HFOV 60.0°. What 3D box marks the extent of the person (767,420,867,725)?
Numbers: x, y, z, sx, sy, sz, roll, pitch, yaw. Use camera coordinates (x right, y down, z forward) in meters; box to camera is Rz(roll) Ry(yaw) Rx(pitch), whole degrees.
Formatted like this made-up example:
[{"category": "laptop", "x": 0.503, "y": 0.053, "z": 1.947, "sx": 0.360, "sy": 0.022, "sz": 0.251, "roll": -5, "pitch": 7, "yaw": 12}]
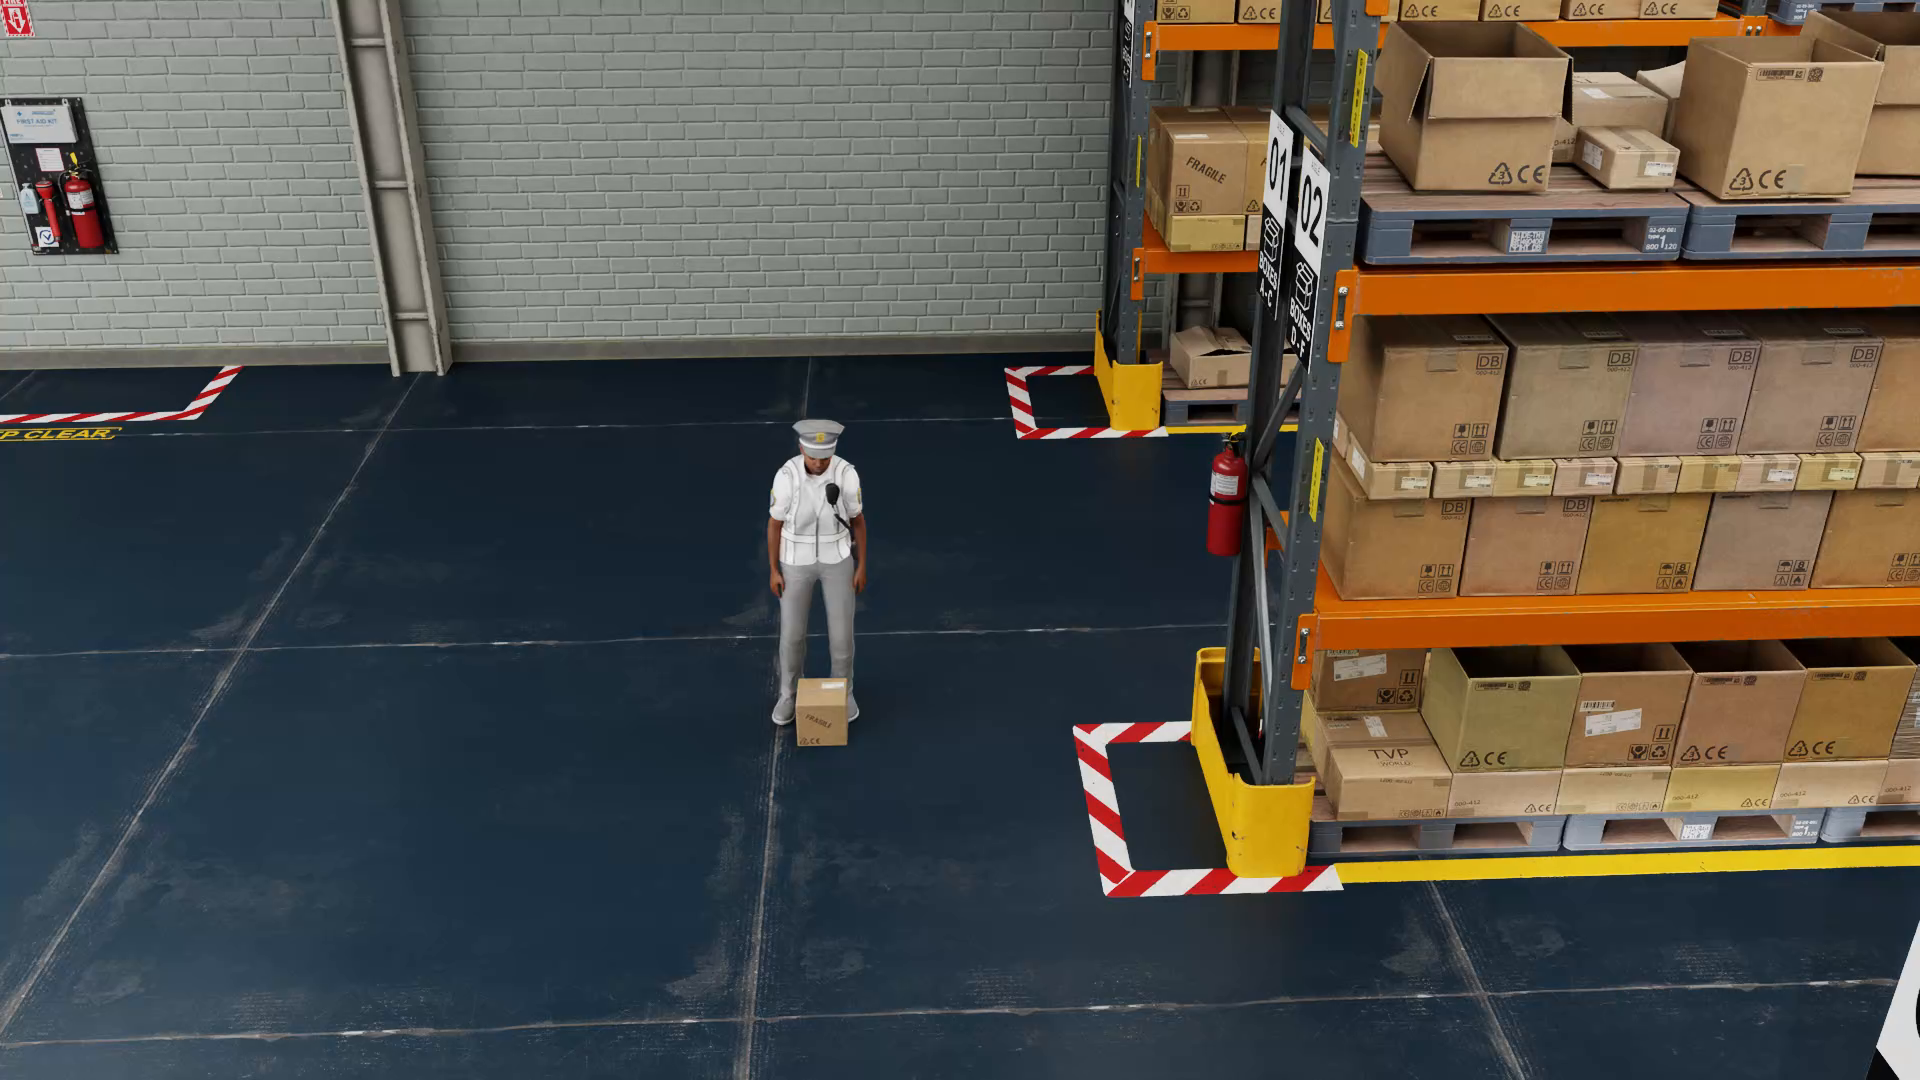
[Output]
[{"category": "person", "x": -0.724, "y": 0.143, "z": 8.350, "sx": 0.523, "sy": 1.658, "sz": 0.395, "roll": -3, "pitch": 28, "yaw": -6}]
